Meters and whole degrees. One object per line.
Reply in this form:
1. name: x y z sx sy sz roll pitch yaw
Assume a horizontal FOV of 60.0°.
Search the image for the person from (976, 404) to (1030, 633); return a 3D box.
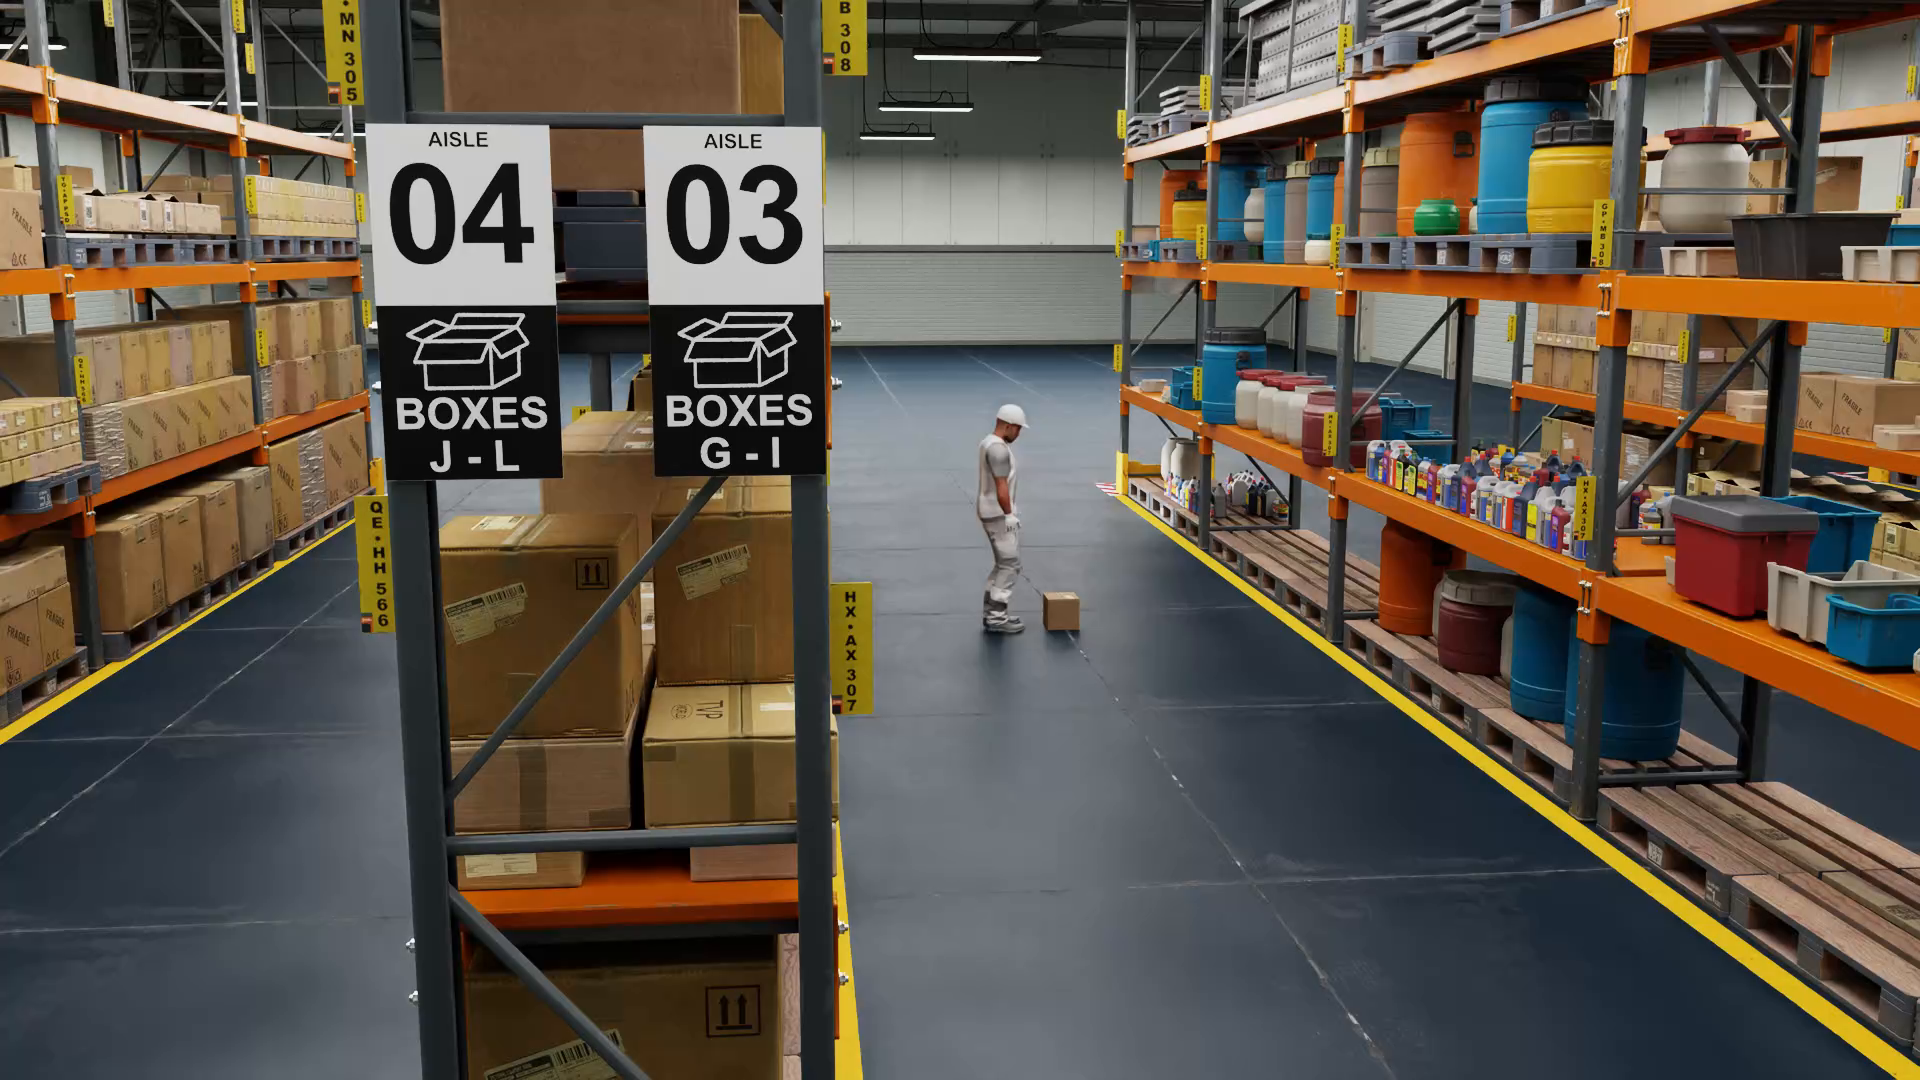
1. person: 0.334 -0.177 12.942 0.413 1.758 0.536 -1 10 -5
